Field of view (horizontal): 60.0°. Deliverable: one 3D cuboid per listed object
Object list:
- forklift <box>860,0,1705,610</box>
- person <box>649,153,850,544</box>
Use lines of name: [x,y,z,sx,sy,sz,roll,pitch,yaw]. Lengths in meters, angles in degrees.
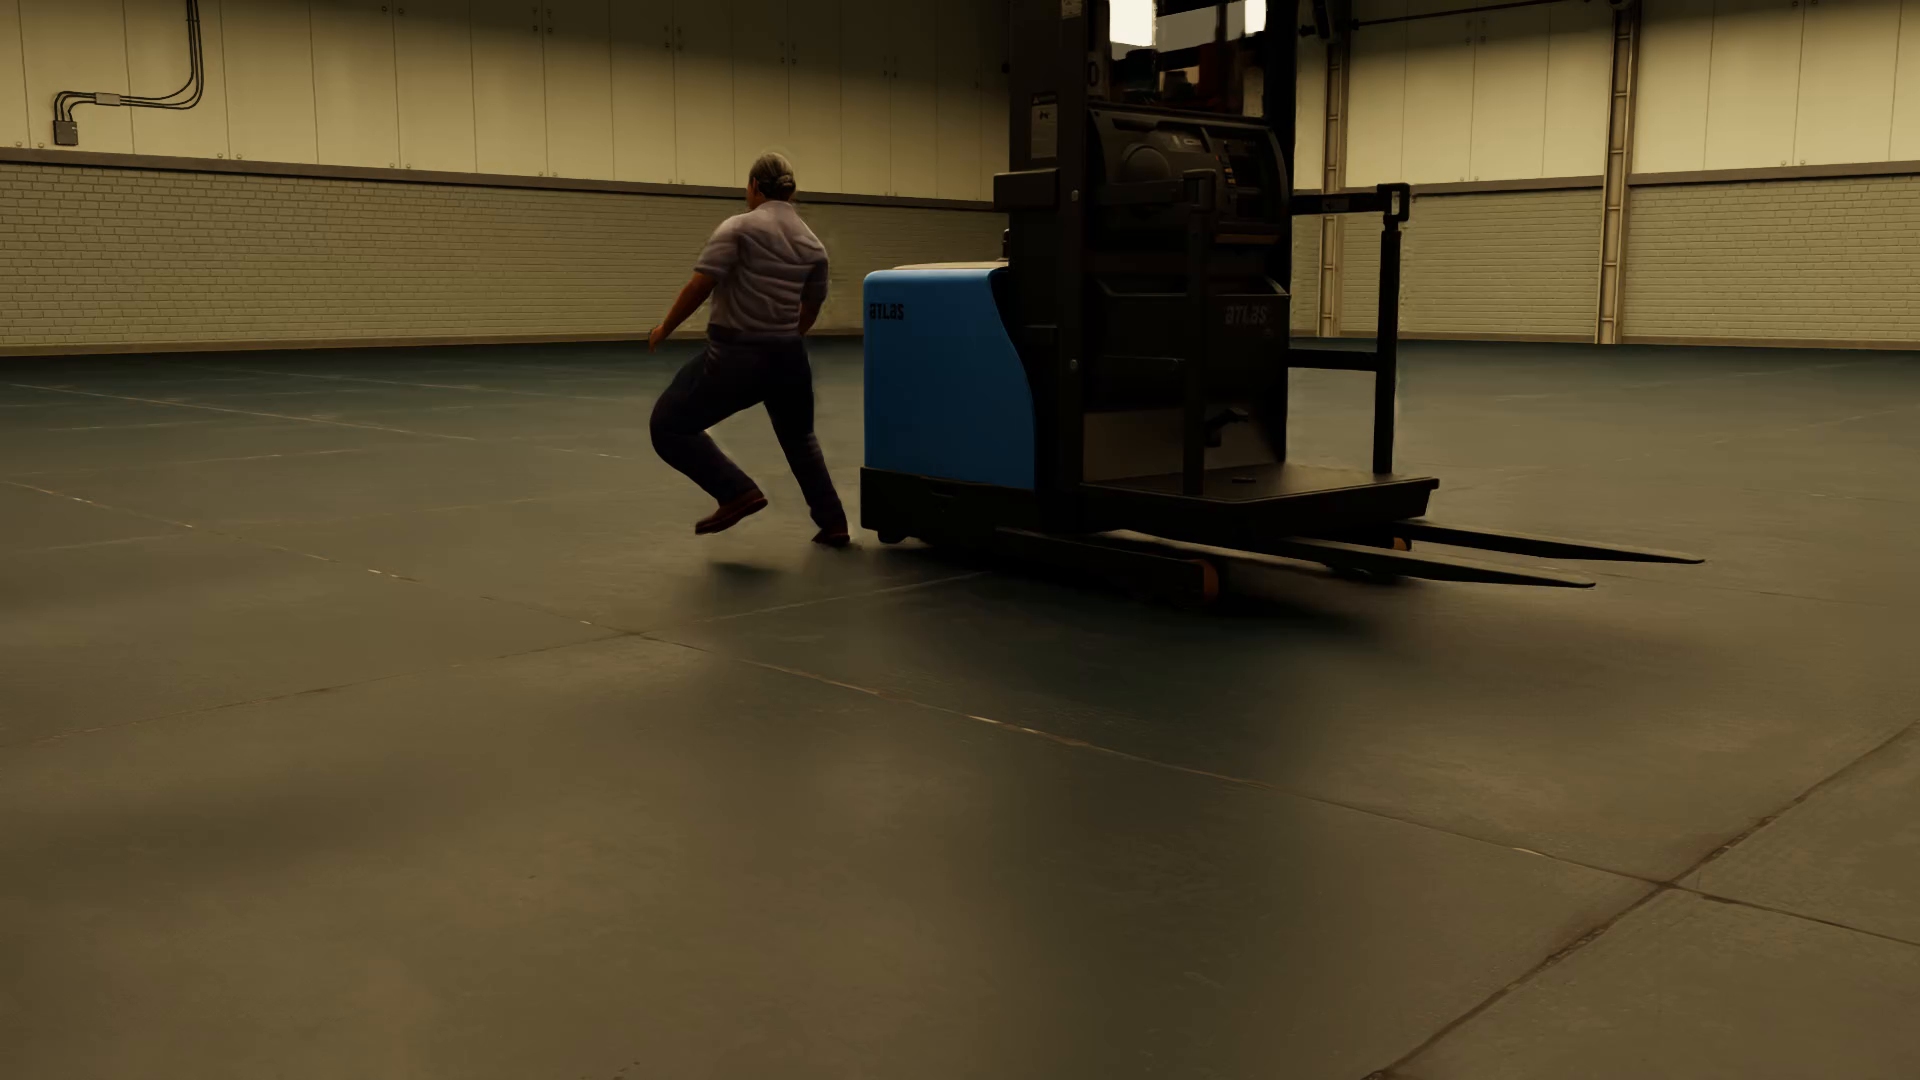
forklift: [0.940,-1.312,5.587,1.130,2.935,3.031,-7,11,-40]
person: [-0.798,-0.684,6.392,0.779,1.556,0.594,-6,10,-35]
